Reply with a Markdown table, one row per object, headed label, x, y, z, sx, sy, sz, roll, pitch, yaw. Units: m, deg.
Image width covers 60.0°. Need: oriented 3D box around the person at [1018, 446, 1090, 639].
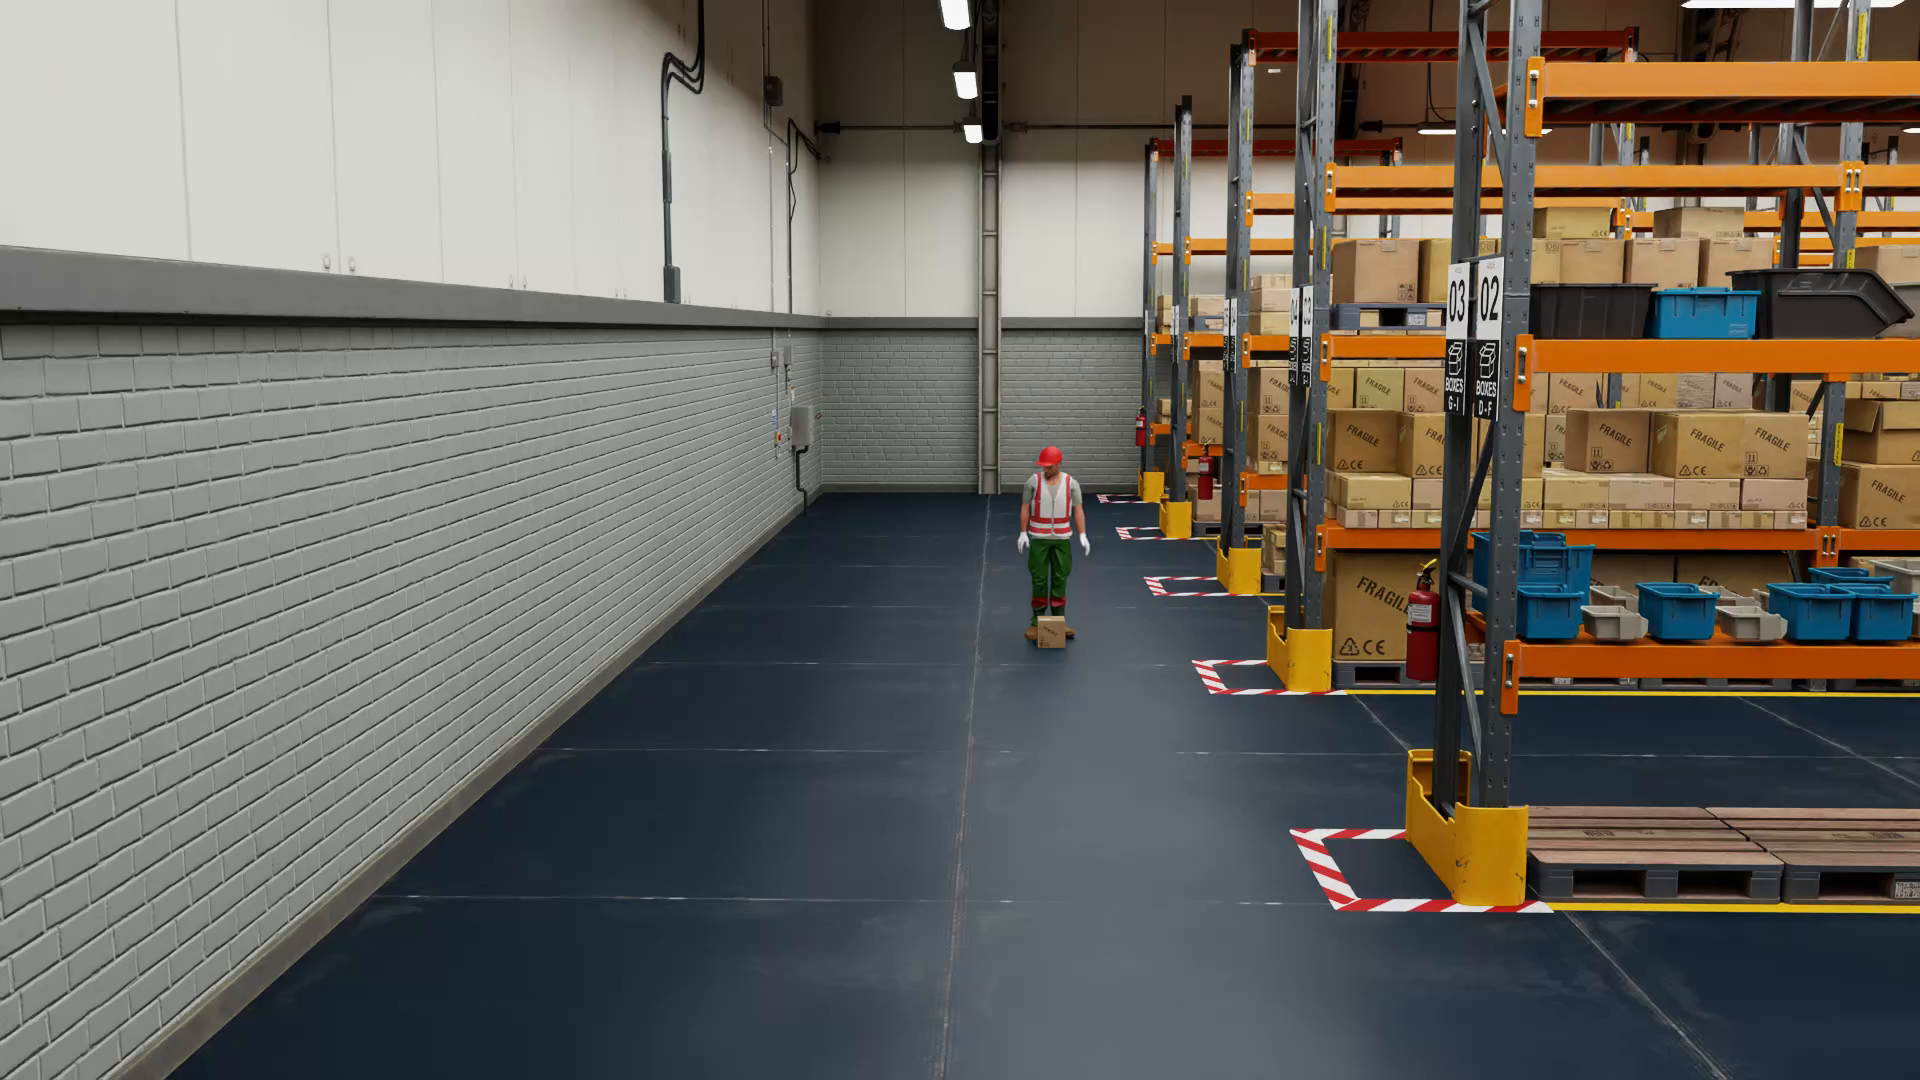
| label | x | y | z | sx | sy | sz | roll | pitch | yaw |
| --- | --- | --- | --- | --- | --- | --- | --- | --- | --- |
| person | 0.874 | 0.013 | 15.520 | 0.656 | 1.800 | 0.378 | -1 | 7 | -7 |
